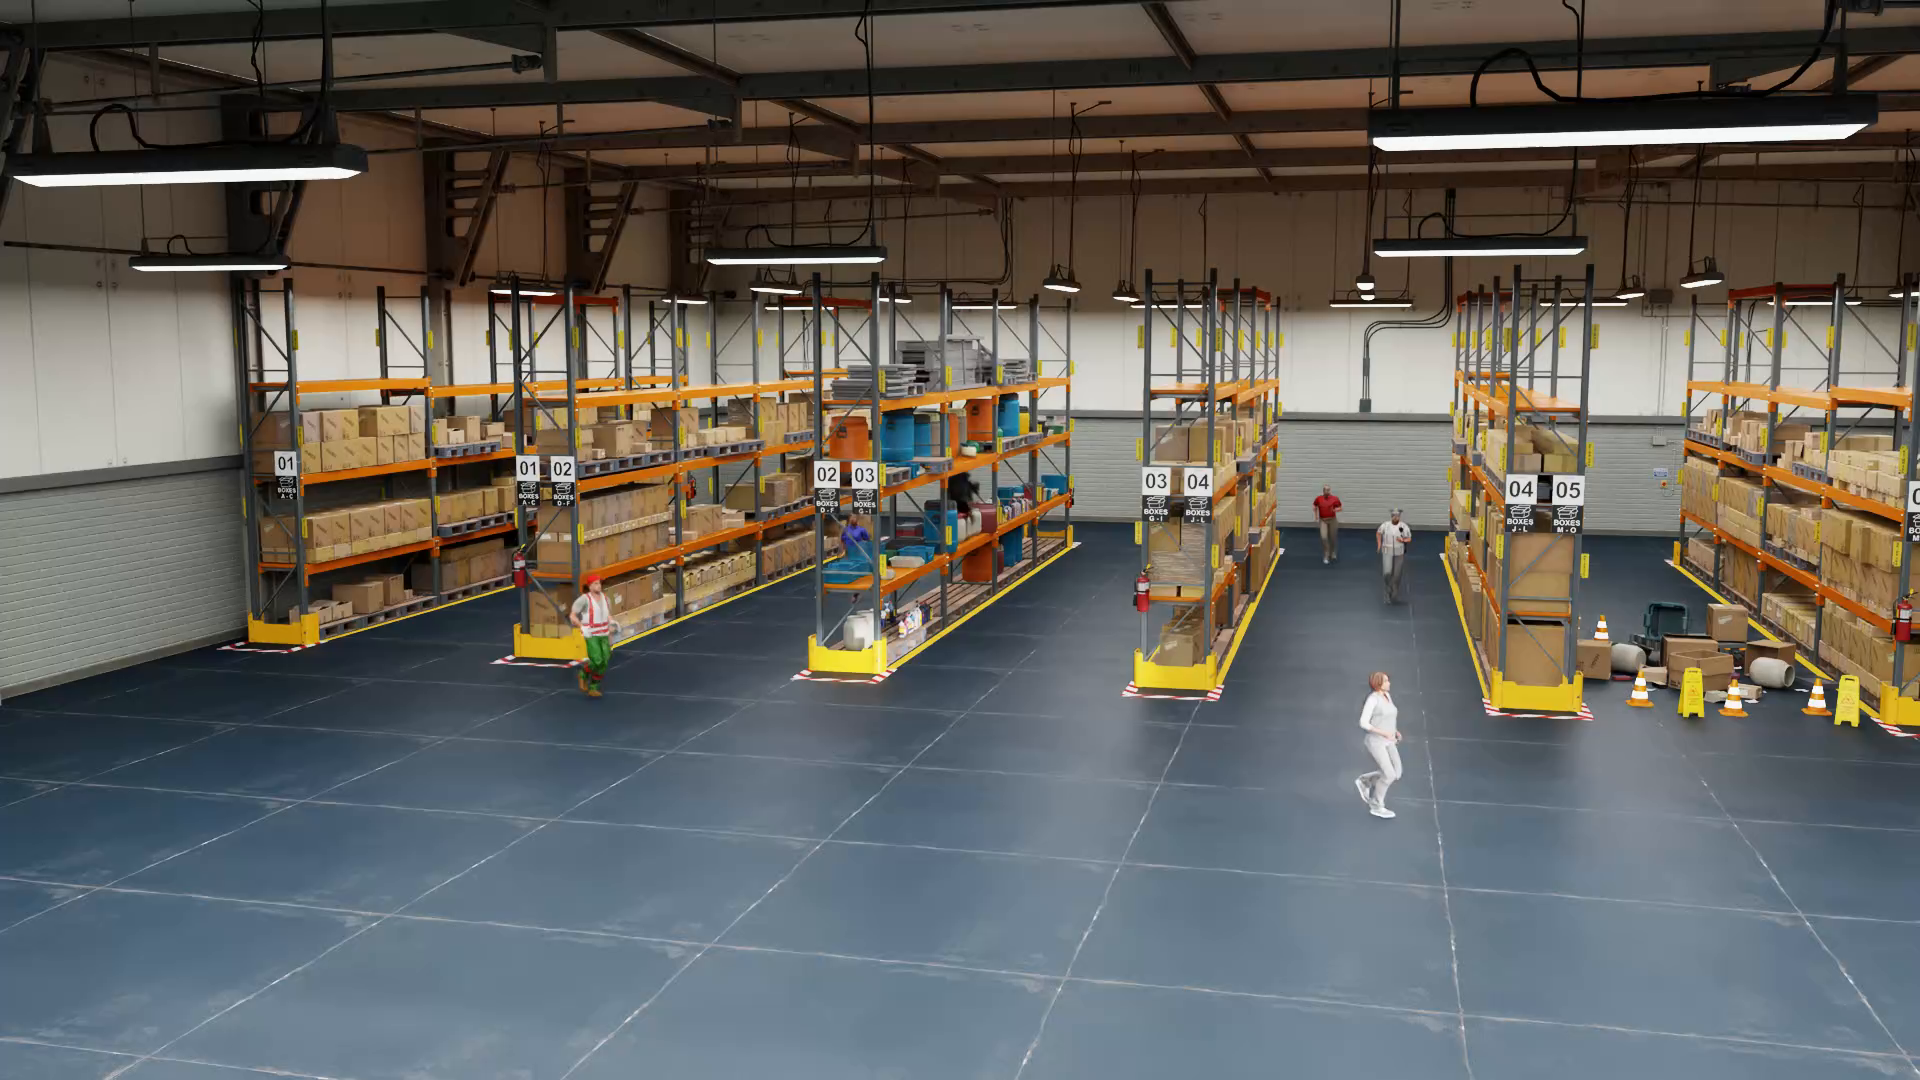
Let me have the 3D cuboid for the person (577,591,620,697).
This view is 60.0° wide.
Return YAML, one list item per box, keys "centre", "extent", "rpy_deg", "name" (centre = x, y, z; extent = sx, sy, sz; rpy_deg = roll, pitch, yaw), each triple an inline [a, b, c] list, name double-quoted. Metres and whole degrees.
- centre: [-5.112, 1.461, 23.341]
  extent: [0.581, 1.502, 0.491]
  rpy_deg: [6, 9, 40]
  name: "person"

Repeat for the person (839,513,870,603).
- centre: [-1.919, 0.314, 30.115]
  extent: [0.576, 1.629, 0.500]
  rpy_deg: [1, 7, 11]
  name: "person"

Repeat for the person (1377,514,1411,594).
- centre: [8.345, 0.223, 31.988]
  extent: [0.633, 1.596, 0.755]
  rpy_deg: [1, 7, 11]
  name: "person"

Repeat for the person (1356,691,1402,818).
- centre: [4.387, 2.248, 17.560]
  extent: [0.502, 1.328, 0.348]
  rpy_deg: [6, 9, 42]
  name: "person"

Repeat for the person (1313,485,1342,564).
- centre: [8.327, -0.359, 37.713]
  extent: [0.660, 1.791, 0.788]
  rpy_deg: [2, 7, 13]
  name: "person"
